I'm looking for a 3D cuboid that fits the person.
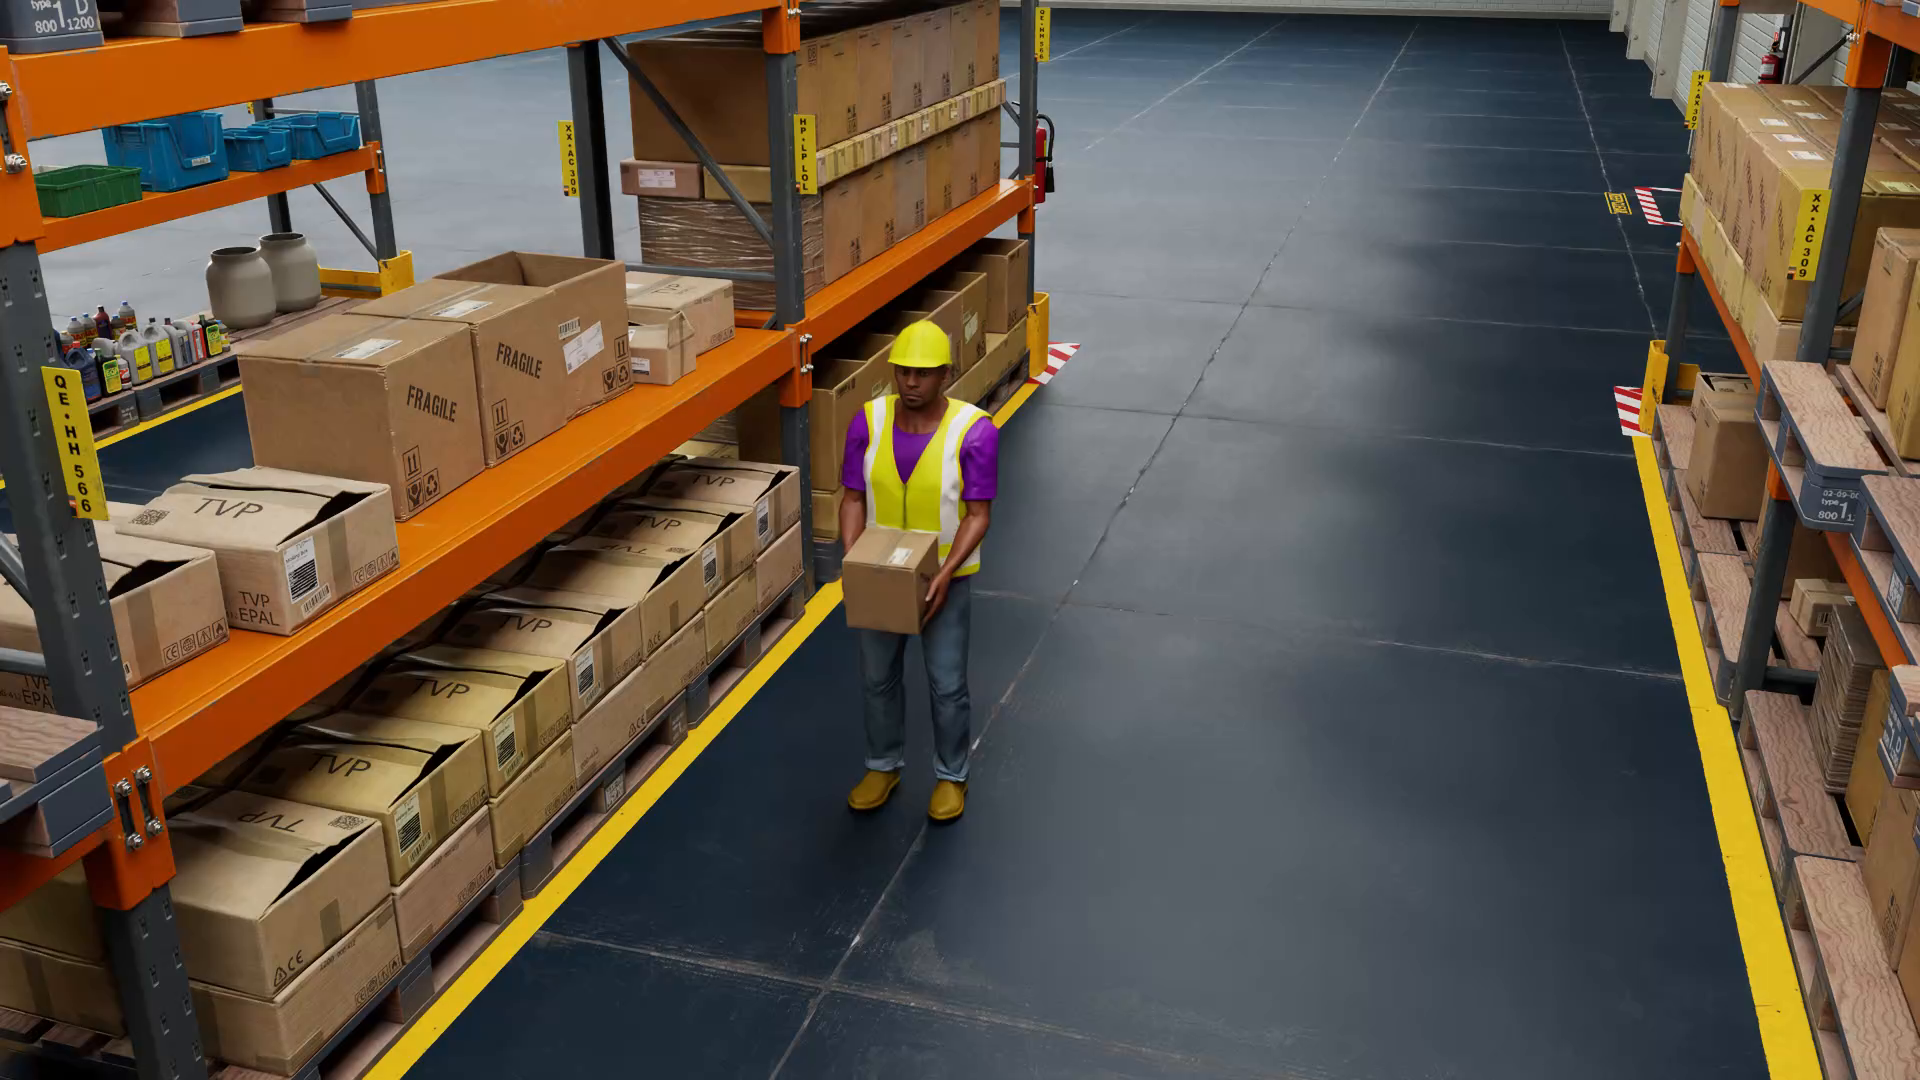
[{"bbox_3d":[-0.166,0.140,5.704,0.548,1.770,0.541,6,23,16],"label":"person"}]
